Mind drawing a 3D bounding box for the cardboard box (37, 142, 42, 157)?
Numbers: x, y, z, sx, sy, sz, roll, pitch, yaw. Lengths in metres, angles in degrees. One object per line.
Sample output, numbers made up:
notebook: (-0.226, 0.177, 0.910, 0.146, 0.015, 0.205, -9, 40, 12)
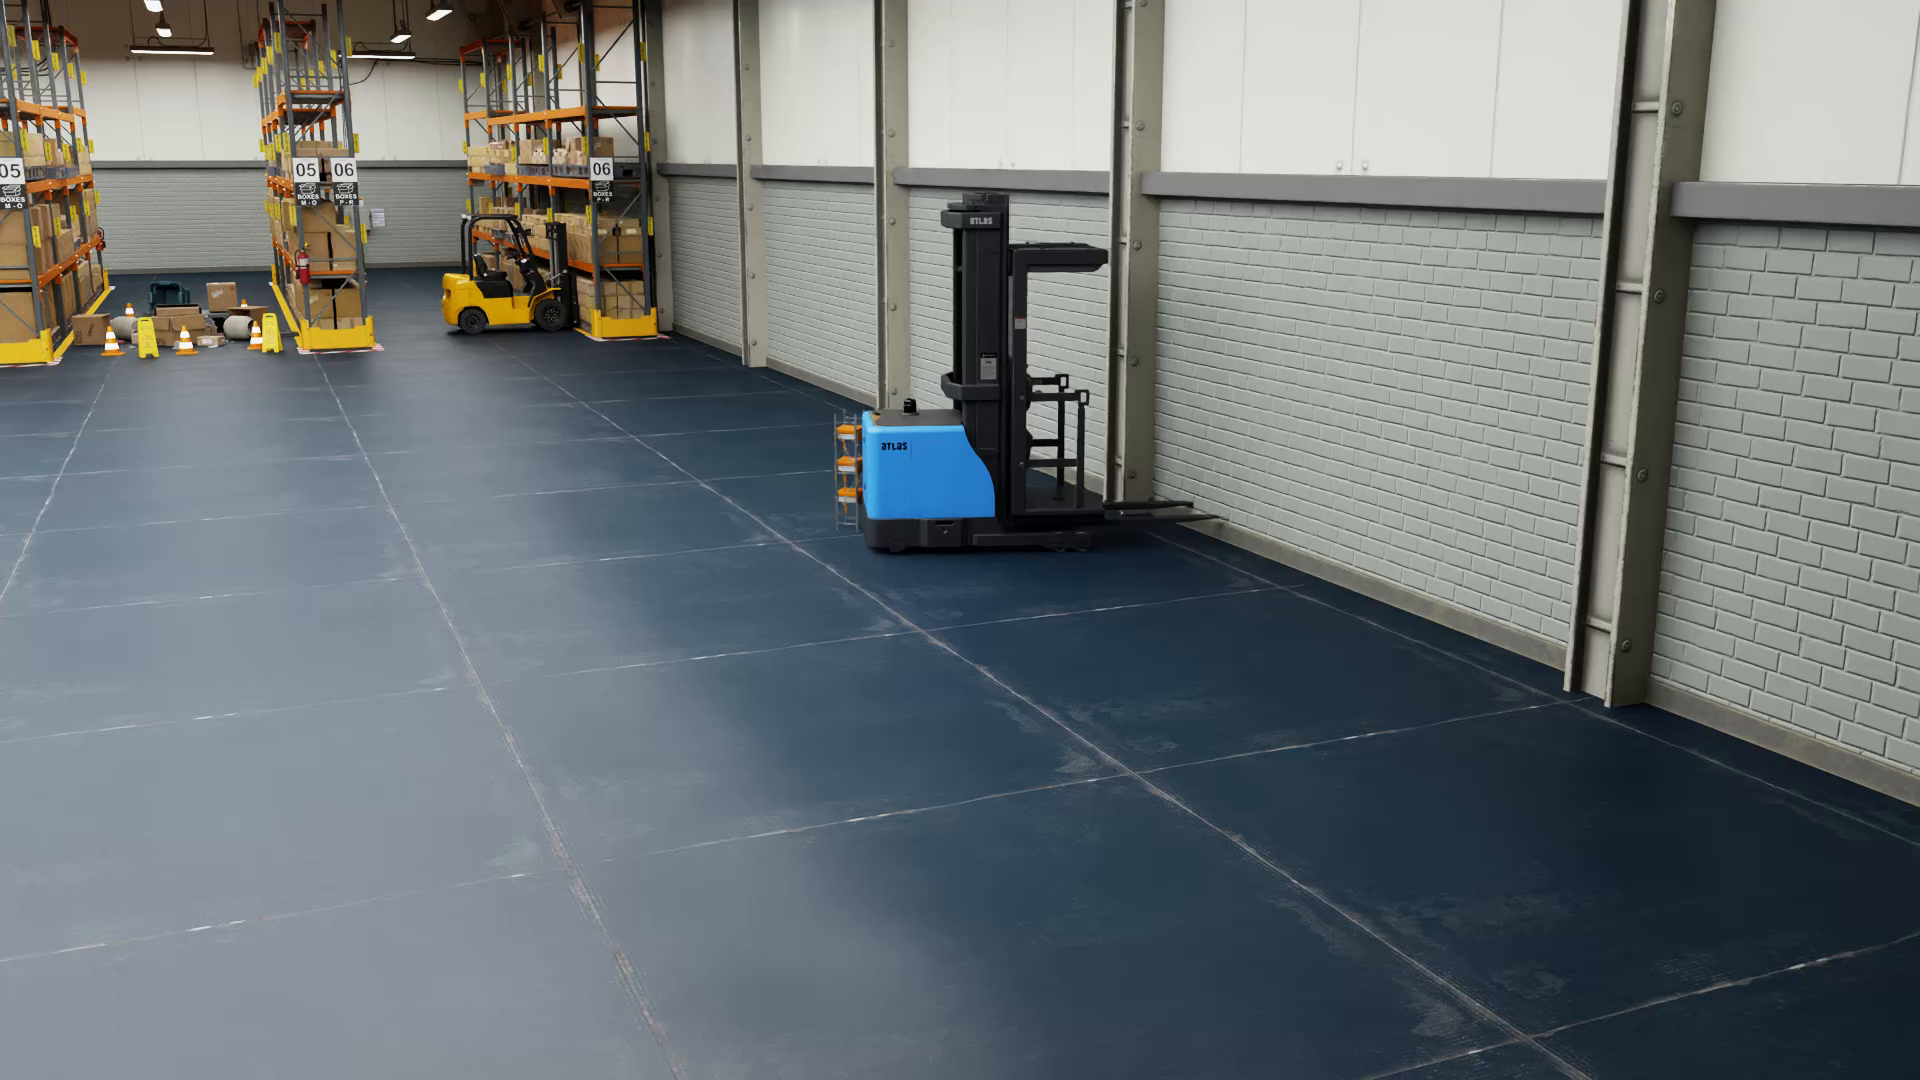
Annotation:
cardboard box: (-16.197, -6.751, 28.755, 0.500, 0.250, 0.500, -6, 14, -23)

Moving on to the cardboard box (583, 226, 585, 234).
cardboard box: (-6.849, -5.811, 31.165, 0.380, 0.149, 0.250, -6, 14, -23)

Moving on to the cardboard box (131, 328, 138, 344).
cardboard box: (-14.455, -3.627, 29.452, 0.396, 0.266, 0.258, -3, 13, -13)

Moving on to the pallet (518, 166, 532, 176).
pallet: (-9.038, -8.128, 36.605, 1.213, 0.211, 1.003, -5, 14, -20)

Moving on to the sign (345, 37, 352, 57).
sign: (-10.237, -8.255, 27.832, 0.100, 0.325, 0.005, -6, 14, -23)

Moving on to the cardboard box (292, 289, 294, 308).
cardboard box: (-13.120, -4.940, 33.958, 0.950, 0.372, 0.625, -5, 14, -21)

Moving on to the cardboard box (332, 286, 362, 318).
cardboard box: (-10.814, -4.216, 29.438, 0.500, 0.500, 0.500, -6, 14, -25)

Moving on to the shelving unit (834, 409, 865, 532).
shelving unit: (-0.965, -0.613, 14.689, 0.215, 1.050, 0.252, 3, 13, 15)

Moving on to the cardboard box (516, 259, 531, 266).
cardboard box: (-10.189, -6.495, 38.956, 0.380, 0.149, 0.250, -6, 14, -24)

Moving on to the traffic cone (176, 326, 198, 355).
traffic cone: (-12.969, -3.355, 27.841, 0.336, 0.463, 0.334, -6, 14, -23)

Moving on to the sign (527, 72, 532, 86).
sign: (-10.488, -11.224, 40.485, 0.100, 0.325, 0.005, -6, 14, -23)

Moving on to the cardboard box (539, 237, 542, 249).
cardboard box: (-8.609, -6.281, 35.189, 0.500, 0.250, 0.500, -6, 14, -23)

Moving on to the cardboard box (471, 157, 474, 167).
cardboard box: (-12.447, -9.858, 43.331, 0.500, 0.250, 0.500, -5, 14, -22)

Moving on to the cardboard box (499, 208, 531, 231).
cardboard box: (-10.484, -7.582, 39.323, 0.700, 0.500, 0.500, -6, 14, -23)

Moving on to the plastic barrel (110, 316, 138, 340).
plastic barrel: (-14.971, -3.797, 29.836, 0.512, 0.421, 0.421, 4, 14, 16)

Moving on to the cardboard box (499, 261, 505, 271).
cardboard box: (-11.007, -6.584, 40.778, 0.500, 0.500, 0.500, -5, 14, -21)

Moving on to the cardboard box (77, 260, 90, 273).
cardboard box: (-19.506, -6.022, 36.685, 0.500, 0.250, 0.500, -6, 14, -24)

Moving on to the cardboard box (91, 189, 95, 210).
cardboard box: (-21.227, -8.236, 40.203, 0.500, 0.500, 0.500, -6, 14, -24)

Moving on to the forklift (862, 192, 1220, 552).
forklift: (0.686, -1.444, 14.110, 3.031, 2.935, 1.130, -1, 13, -6)

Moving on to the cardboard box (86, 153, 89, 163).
cardboard box: (-21.015, -9.081, 39.526, 0.500, 0.250, 0.500, -6, 14, -24)

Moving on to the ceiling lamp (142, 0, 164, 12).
ceiling lamp: (-14.284, -11.157, 29.674, 0.800, 3.185, 2.000, -6, 14, -23)

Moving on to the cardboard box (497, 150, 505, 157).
cardboard box: (-10.606, -9.041, 38.872, 0.380, 0.149, 0.250, -6, 14, -23)

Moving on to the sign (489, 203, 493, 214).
sign: (-11.489, -8.089, 40.747, 0.100, 0.325, 0.005, -6, 14, -23)

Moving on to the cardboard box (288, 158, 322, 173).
cardboard box: (-11.186, -6.404, 28.408, 0.500, 0.250, 0.500, -6, 14, -24)

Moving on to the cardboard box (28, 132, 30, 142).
cardboard box: (-15.478, -6.610, 27.260, 0.380, 0.149, 0.250, -6, 14, -24)

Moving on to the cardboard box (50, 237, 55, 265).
cardboard box: (-16.673, -5.146, 29.618, 0.875, 0.550, 0.550, -6, 14, -23)

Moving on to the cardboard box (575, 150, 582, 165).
cardboard box: (-6.899, -7.084, 30.817, 0.396, 0.266, 0.258, -6, 14, -23)

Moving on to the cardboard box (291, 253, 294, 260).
cardboard box: (-12.504, -5.399, 31.604, 0.380, 0.149, 0.250, -6, 14, -23)

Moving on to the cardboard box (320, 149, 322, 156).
cardboard box: (-10.805, -6.659, 28.627, 0.380, 0.149, 0.250, -6, 14, -23)

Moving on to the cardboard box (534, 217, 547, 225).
cardboard box: (-8.846, -6.789, 35.391, 0.380, 0.149, 0.250, -6, 14, -24)

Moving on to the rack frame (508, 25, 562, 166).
rack frame: (-9.392, -9.814, 36.816, 1.000, 3.000, 0.127, -6, 14, -23)

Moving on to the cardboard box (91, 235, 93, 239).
cardboard box: (-20.867, -7.250, 39.599, 0.380, 0.149, 0.250, -6, 14, -25)

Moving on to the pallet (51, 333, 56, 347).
pallet: (-16.106, -3.373, 28.474, 1.003, 0.211, 1.213, -6, 14, -23)

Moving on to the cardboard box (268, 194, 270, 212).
cardboard box: (-16.999, -8.400, 41.571, 0.500, 0.500, 0.500, -6, 14, -24)

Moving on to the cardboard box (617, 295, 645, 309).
cardboard box: (-6.186, -4.463, 31.058, 0.500, 0.250, 0.500, -5, 14, -22)

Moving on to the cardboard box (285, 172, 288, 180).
cardboard box: (-12.000, -6.594, 30.113, 0.380, 0.149, 0.250, -6, 14, -24)

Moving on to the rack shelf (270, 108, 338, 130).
rack shelf: (-13.137, -8.406, 33.217, 1.077, 0.370, 4.000, -6, 14, -23)

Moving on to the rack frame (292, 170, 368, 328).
rack frame: (-10.734, -4.789, 28.411, 1.000, 3.000, 0.127, -6, 14, -23)

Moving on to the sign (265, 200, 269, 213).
sign: (-17.654, -8.506, 42.376, 0.100, 0.325, 0.005, -6, 14, -23)

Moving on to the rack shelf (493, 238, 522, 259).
rack shelf: (-10.193, -6.954, 39.359, 1.077, 0.370, 4.000, -6, 14, -23)

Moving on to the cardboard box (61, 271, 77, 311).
cardboard box: (-18.272, -4.949, 33.158, 1.050, 0.750, 0.750, -6, 14, -24)

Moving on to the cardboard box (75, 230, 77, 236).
cardboard box: (-19.276, -6.605, 35.880, 0.380, 0.149, 0.250, -6, 14, -25)

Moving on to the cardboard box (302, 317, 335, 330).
cardboard box: (-11.314, -3.802, 29.312, 0.500, 0.250, 0.500, -6, 14, -23)

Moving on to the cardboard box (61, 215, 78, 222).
cardboard box: (-19.588, -7.052, 36.493, 0.380, 0.149, 0.250, -6, 14, -25)

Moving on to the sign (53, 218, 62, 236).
sign: (-16.323, -5.659, 30.071, 0.100, 0.325, 0.005, -6, 14, -23)

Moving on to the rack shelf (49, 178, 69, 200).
rack shelf: (-17.633, -6.672, 31.488, 1.077, 0.370, 4.000, -6, 14, -23)

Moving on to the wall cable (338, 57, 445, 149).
wall cable: (-16.422, -12.497, 48.325, 2.988, 3.039, 0.133, -6, 14, -23)

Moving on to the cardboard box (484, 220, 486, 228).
cardboard box: (-11.824, -8.079, 42.298, 0.500, 0.250, 0.500, -6, 14, -23)

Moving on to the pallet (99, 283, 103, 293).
pallet: (-21.315, -6.082, 40.179, 1.003, 0.211, 1.213, -6, 14, -23)

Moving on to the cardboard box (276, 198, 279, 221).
cardboard box: (-14.987, -7.375, 37.143, 0.500, 0.500, 0.500, -6, 14, -24)

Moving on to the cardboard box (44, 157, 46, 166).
cardboard box: (-16.392, -6.694, 29.391, 0.380, 0.149, 0.250, -6, 14, -23)
